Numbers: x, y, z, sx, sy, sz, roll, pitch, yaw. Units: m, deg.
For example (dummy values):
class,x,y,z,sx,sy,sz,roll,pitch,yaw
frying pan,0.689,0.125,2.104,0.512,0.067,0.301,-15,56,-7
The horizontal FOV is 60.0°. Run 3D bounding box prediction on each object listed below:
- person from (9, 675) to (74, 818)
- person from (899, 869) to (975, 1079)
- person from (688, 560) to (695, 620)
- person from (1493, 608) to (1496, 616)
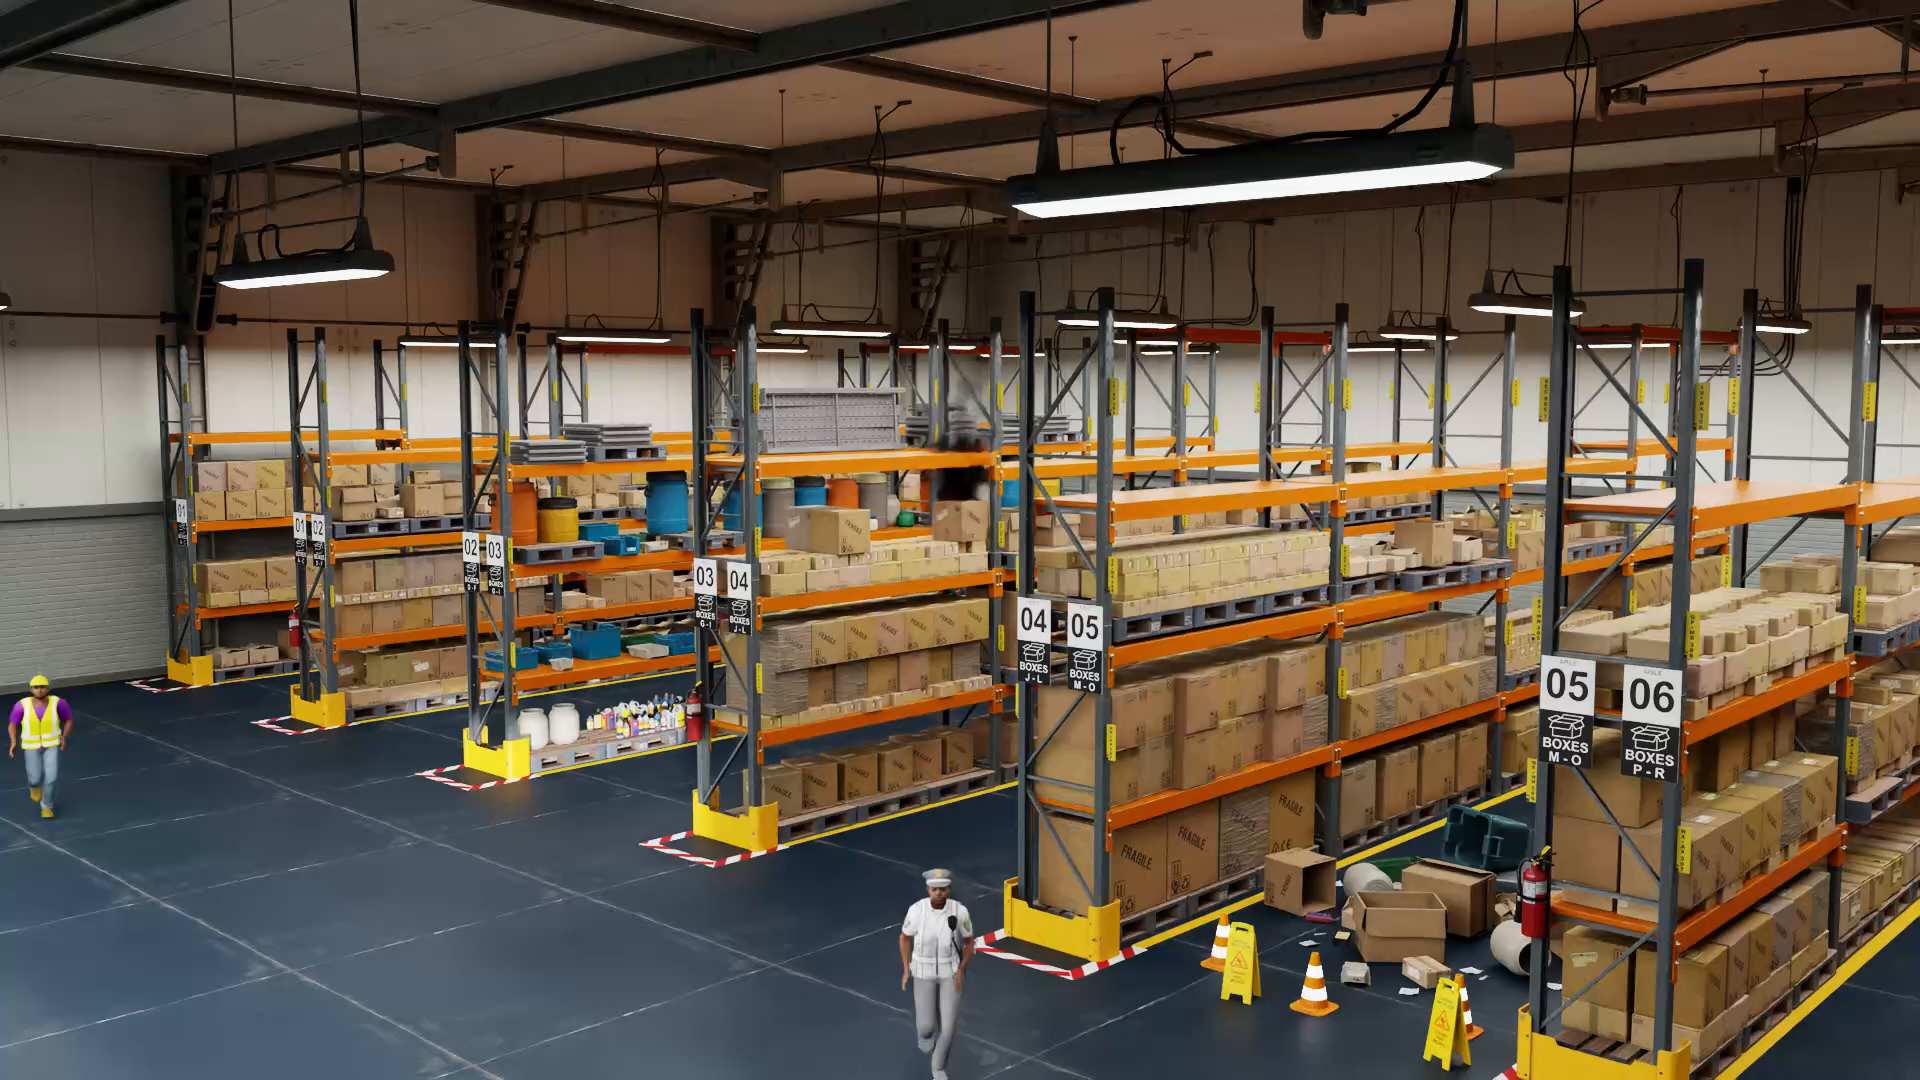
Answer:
class,x,y,z,sx,sy,sz,roll,pitch,yaw
person,-10.976,2.451,19.896,0.689,1.711,0.620,-3,6,-28
person,-0.168,3.201,12.330,0.561,1.646,0.590,0,5,-2
person,-5.344,1.183,33.860,0.538,1.605,0.877,3,6,31
person,8.514,1.889,26.072,0.860,1.699,0.581,-4,7,-38
